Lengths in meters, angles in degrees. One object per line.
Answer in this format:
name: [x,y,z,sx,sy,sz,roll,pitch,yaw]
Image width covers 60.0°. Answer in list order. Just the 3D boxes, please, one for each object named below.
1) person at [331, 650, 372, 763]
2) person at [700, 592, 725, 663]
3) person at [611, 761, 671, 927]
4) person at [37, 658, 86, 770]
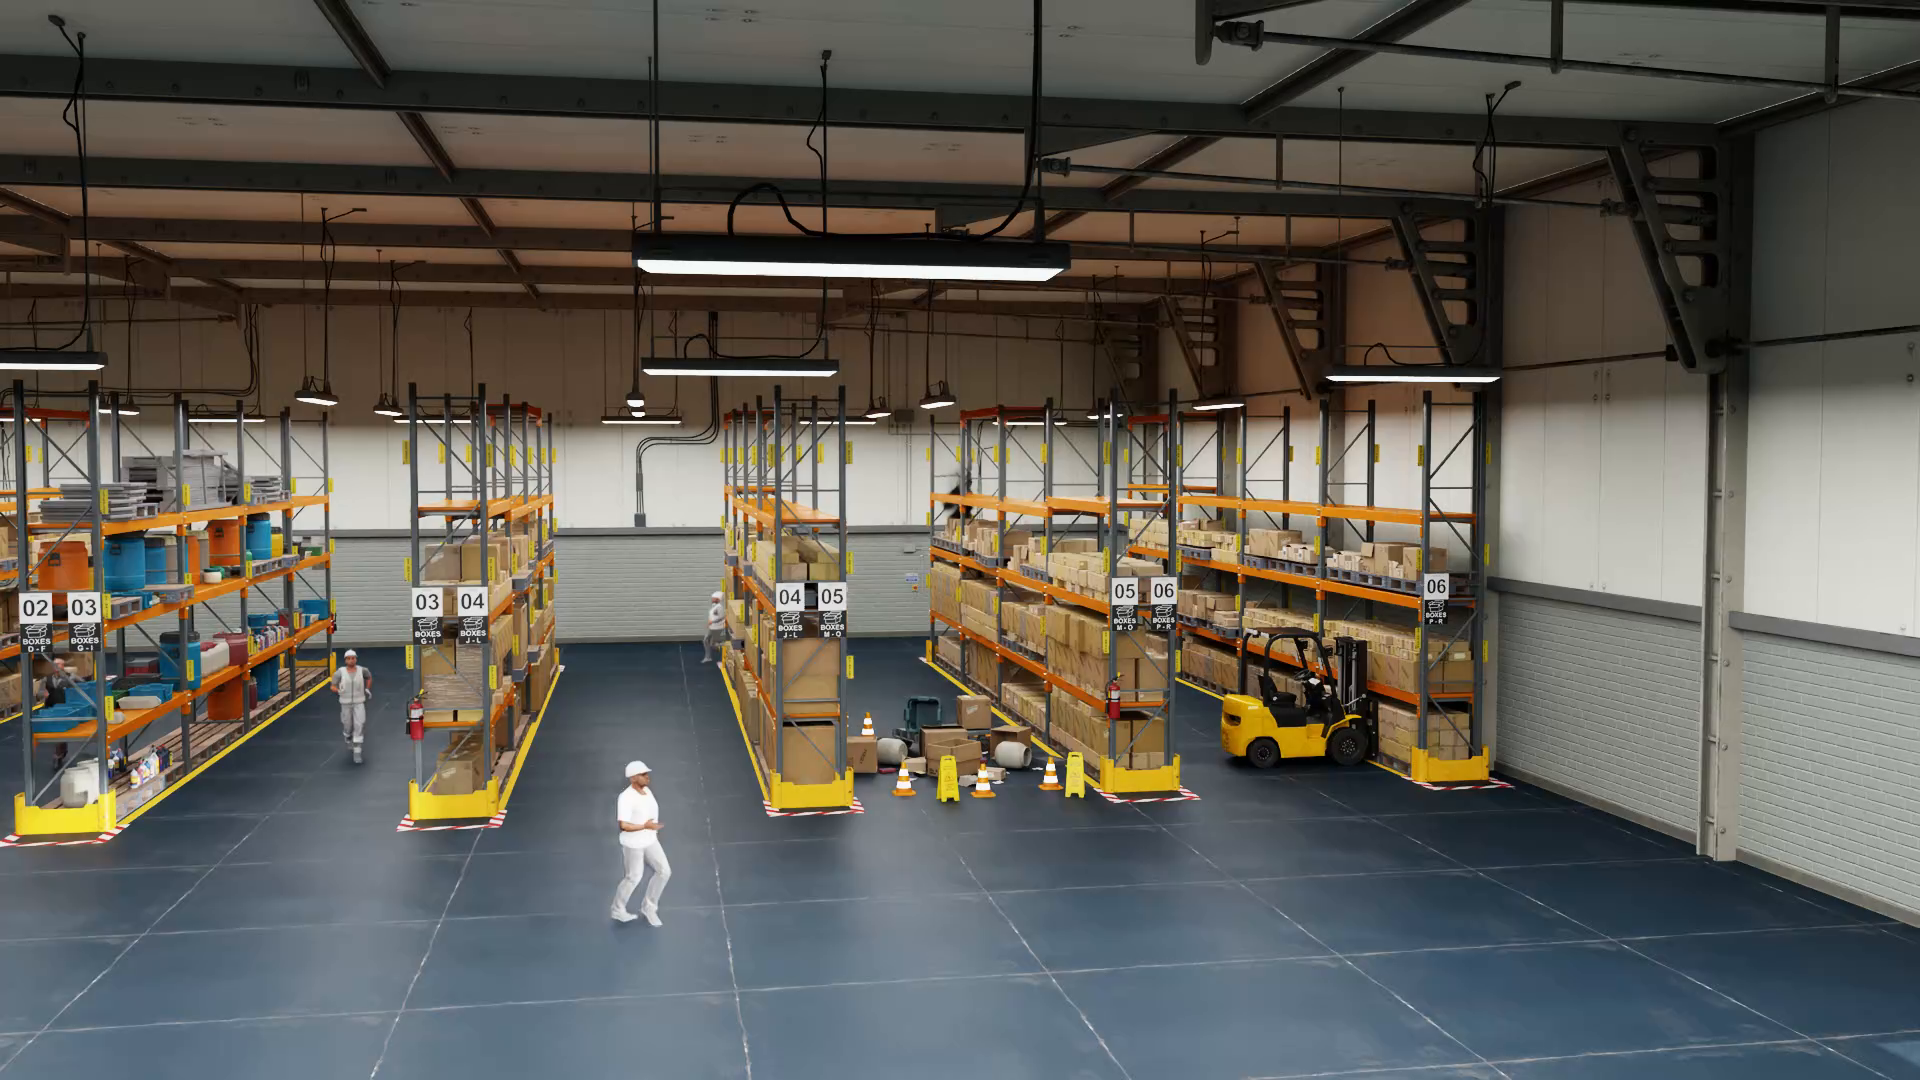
person: [-9.998,2.705,27.344,0.653,1.799,0.949,-1,3,-22]
person: [-5.867,2.116,40.207,0.790,1.751,0.696,-1,3,-21]
person: [-3.383,3.237,17.611,0.738,1.806,0.671,1,3,24]
person: [-14.552,2.792,26.877,0.663,1.739,0.908,0,3,-6]
